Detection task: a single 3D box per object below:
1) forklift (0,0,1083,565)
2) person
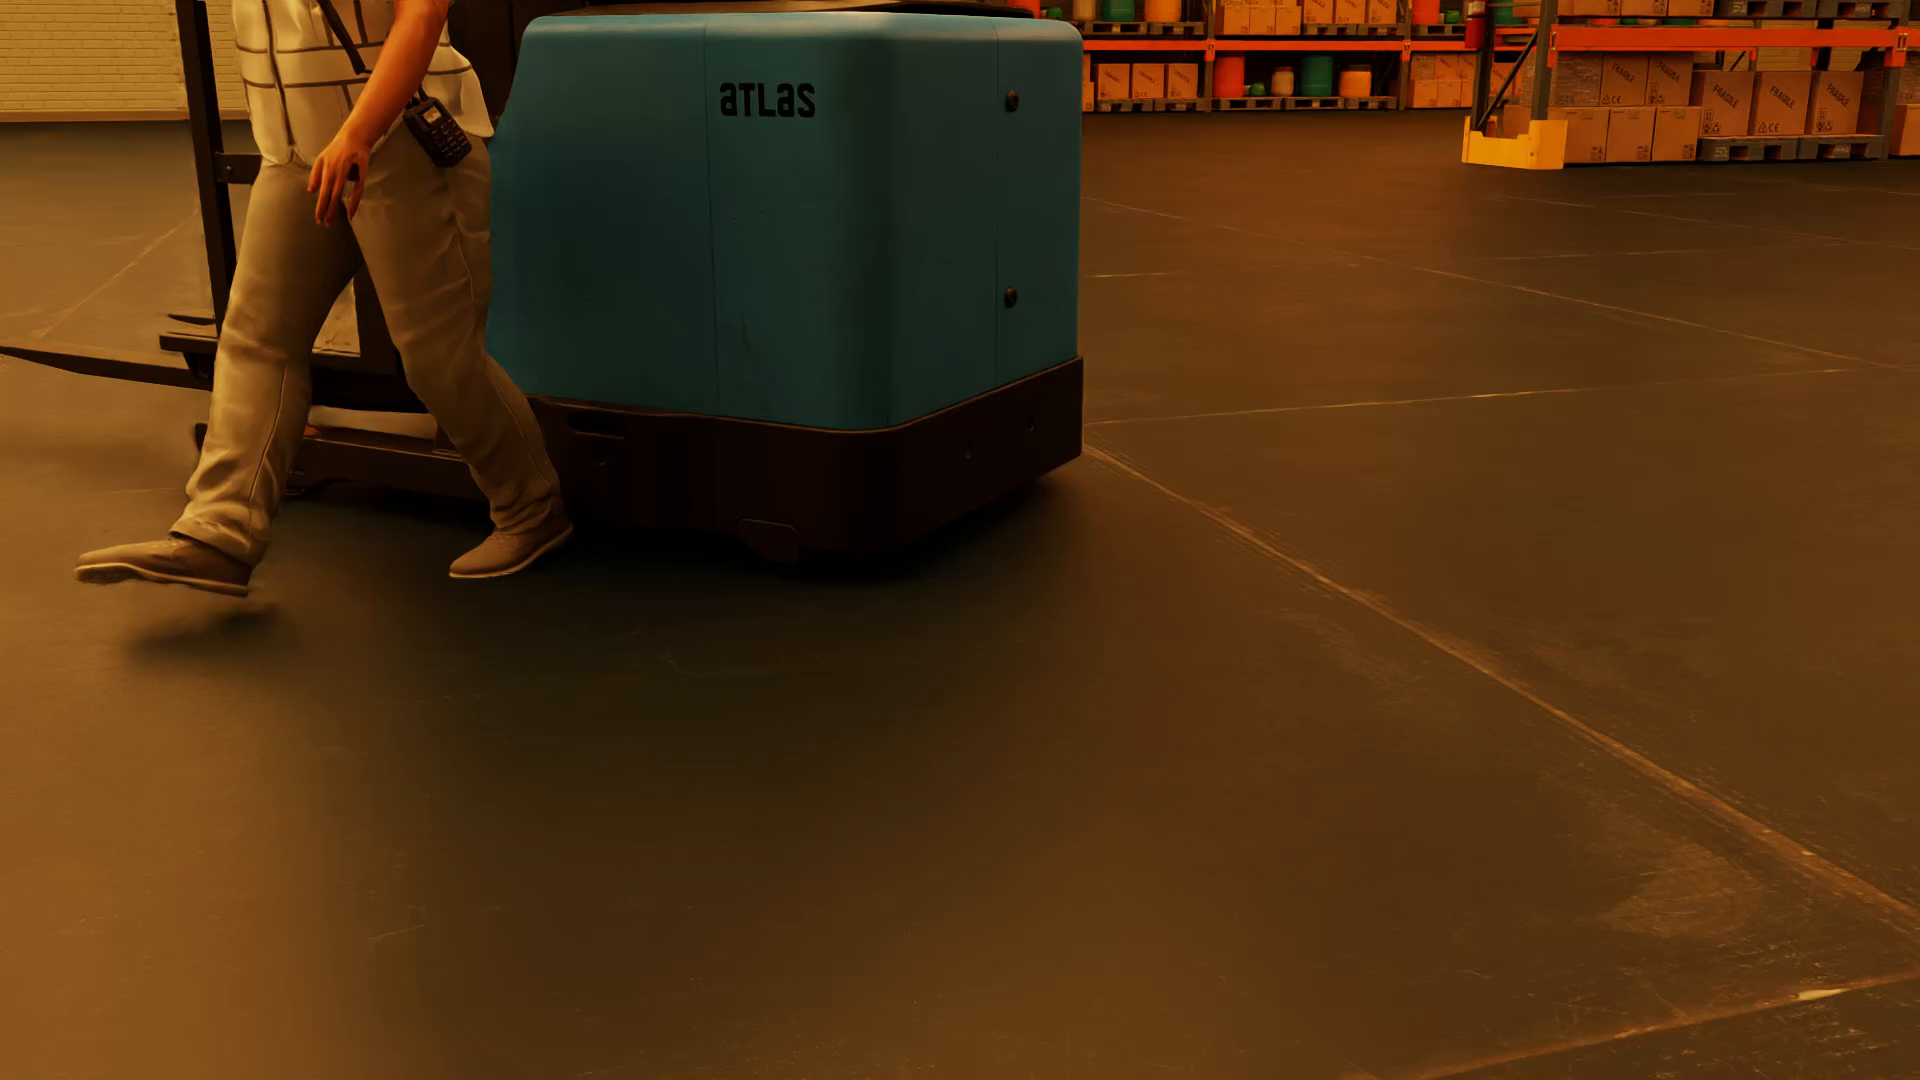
[{"bbox_3d":[-1.253,-1.629,3.915,3.031,2.935,1.130,8,18,26],"label":"forklift"},{"bbox_3d":[-1.179,-0.667,3.009,0.662,1.624,0.877,9,19,29],"label":"person"}]
